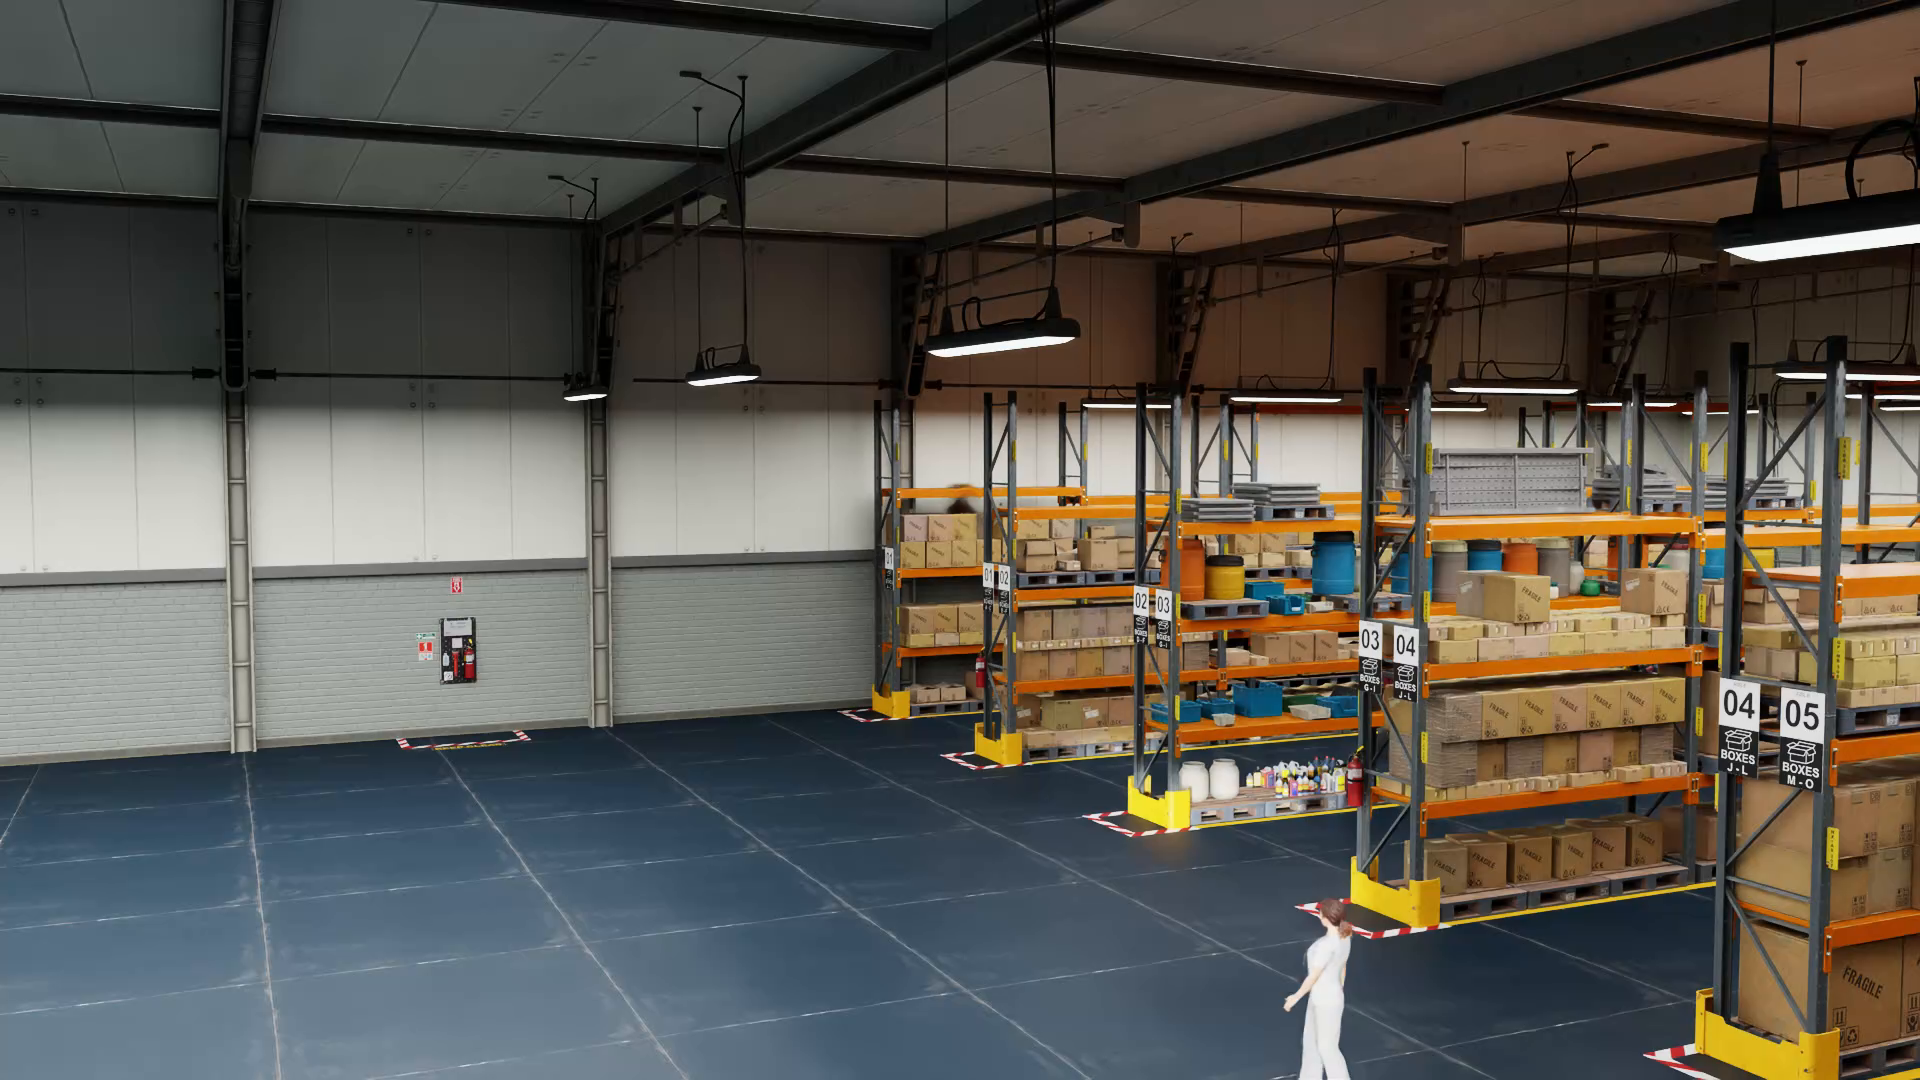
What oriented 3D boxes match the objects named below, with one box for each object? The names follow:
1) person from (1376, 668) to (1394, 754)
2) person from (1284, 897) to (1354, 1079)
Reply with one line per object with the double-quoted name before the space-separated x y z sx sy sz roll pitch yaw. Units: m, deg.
"person" 7.032 2.772 27.285 1.047 1.598 0.603 -1 3 -14
"person" 2.789 3.584 12.854 0.565 1.676 0.433 0 3 5
